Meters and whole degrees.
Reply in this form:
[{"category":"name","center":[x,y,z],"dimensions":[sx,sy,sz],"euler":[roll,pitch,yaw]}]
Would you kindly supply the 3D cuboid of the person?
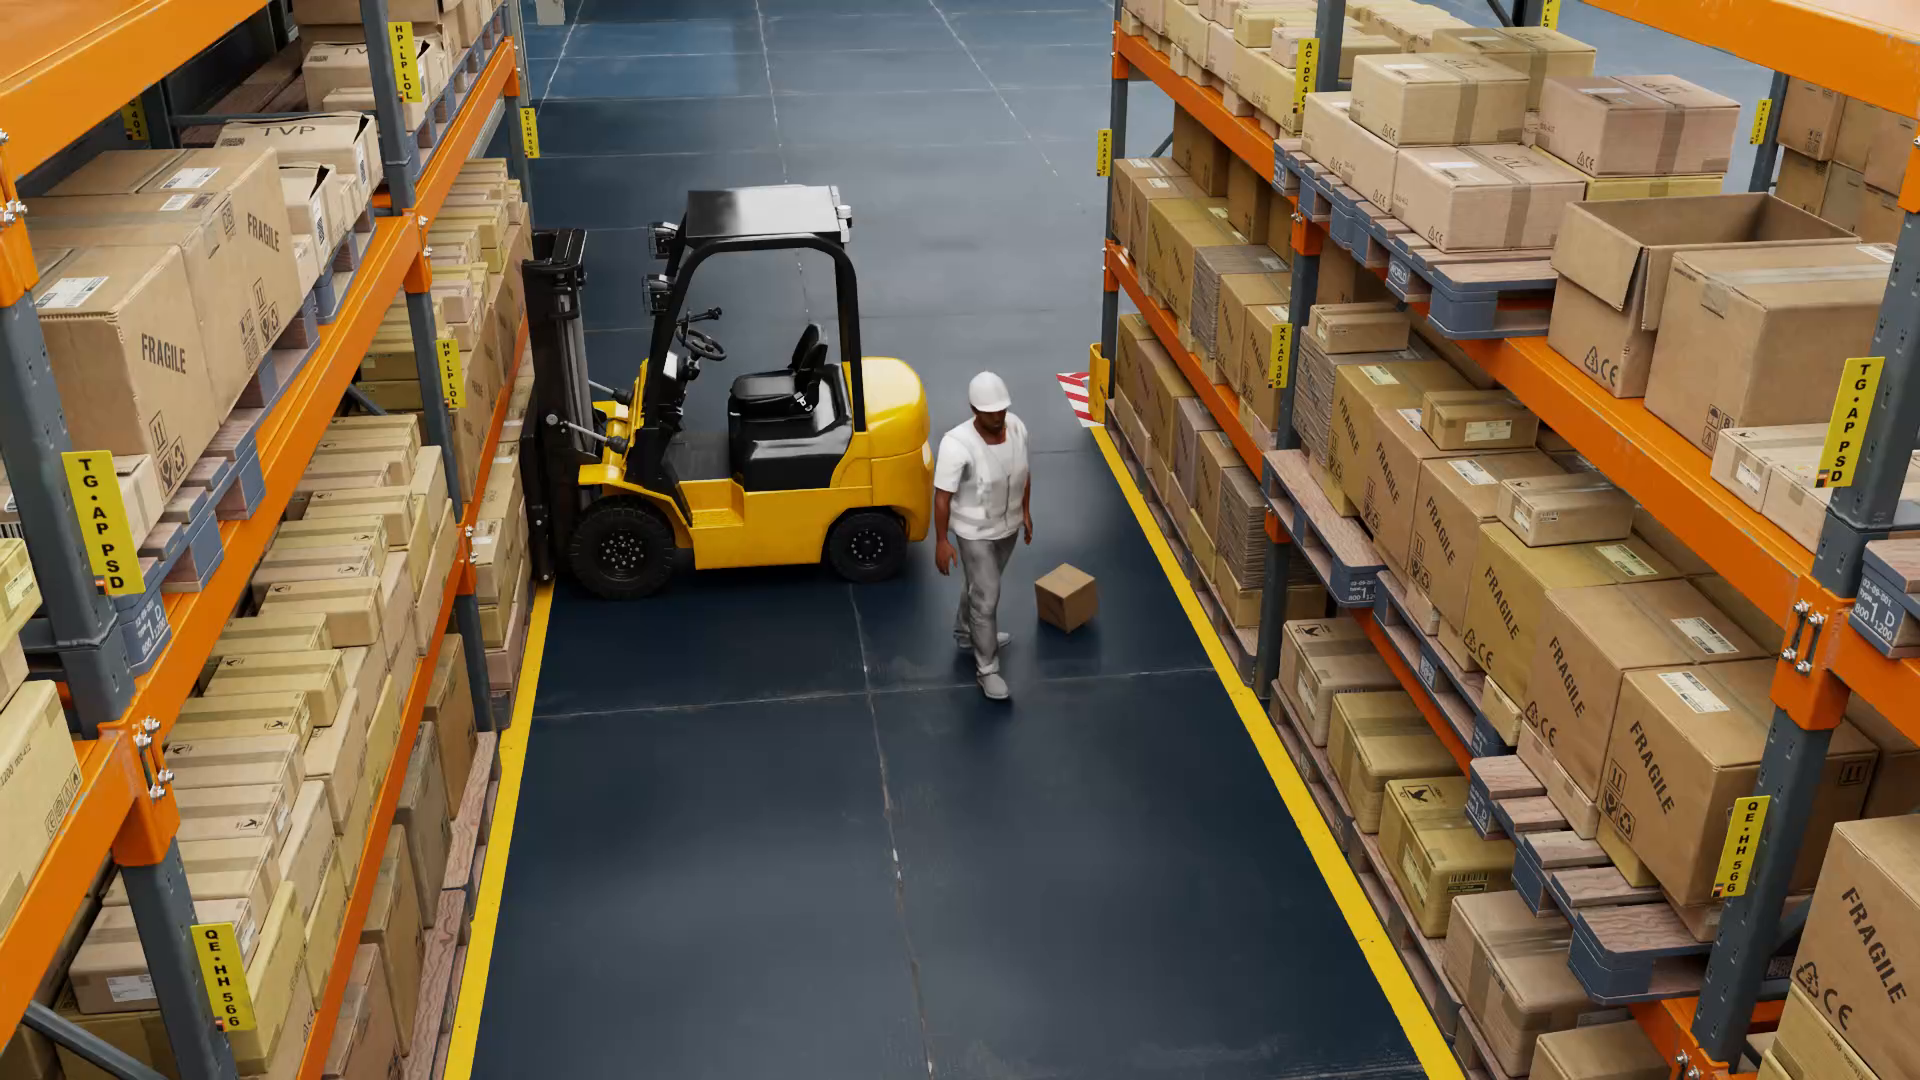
[{"category":"person","center":[0.141,-0.056,8.709],"dimensions":[0.626,1.766,0.626],"euler":[-24,35,-39]}]
